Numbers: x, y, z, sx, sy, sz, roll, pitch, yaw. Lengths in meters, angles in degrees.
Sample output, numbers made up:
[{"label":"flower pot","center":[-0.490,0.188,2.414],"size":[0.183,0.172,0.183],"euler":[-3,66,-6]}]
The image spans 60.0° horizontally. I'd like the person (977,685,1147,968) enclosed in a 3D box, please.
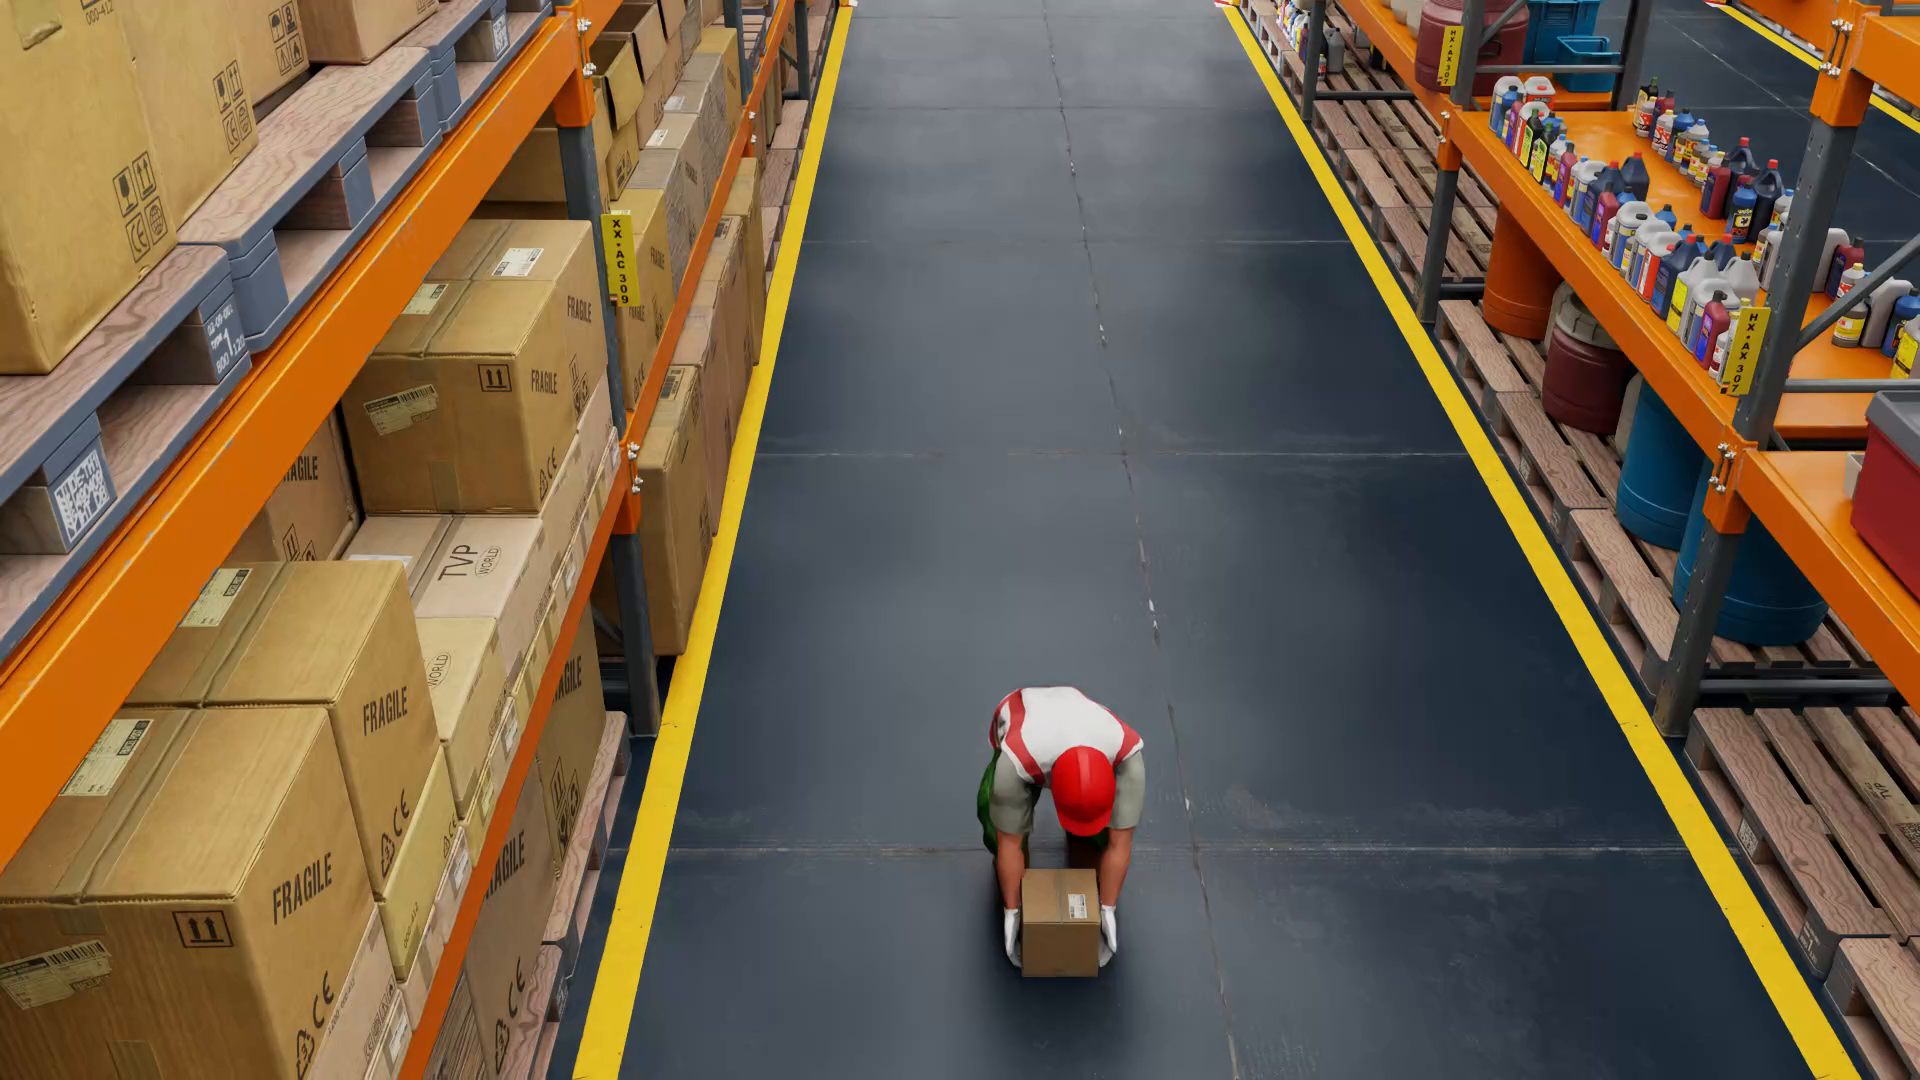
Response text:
[{"label":"person","center":[0.336,0.861,5.642],"size":[0.557,0.877,0.896],"euler":[0,31,0]}]
